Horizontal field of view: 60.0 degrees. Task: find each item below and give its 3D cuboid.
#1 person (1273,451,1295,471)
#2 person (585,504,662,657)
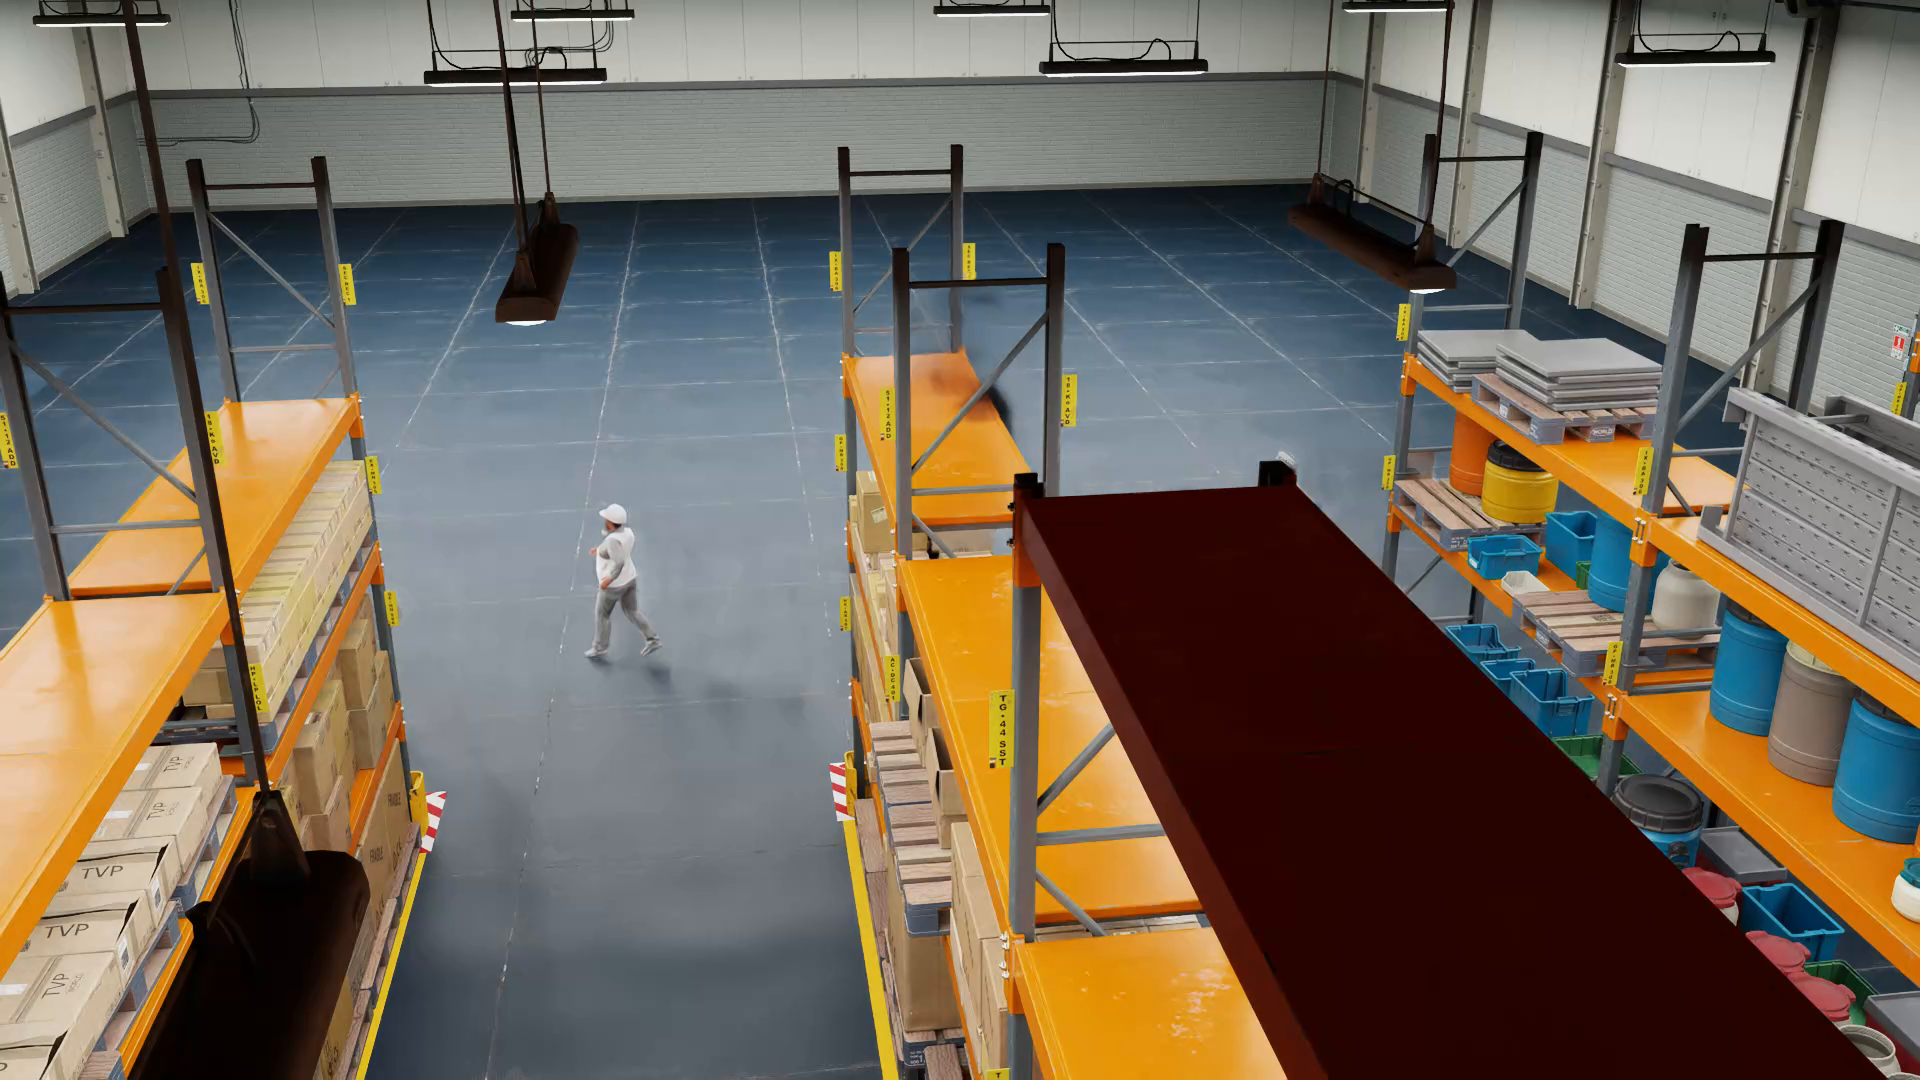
[{"bbox_3d":[3.849,-0.288,20.153,0.552,1.649,0.590,6,22,15],"label":"person"},{"bbox_3d":[-3.694,0.465,18.002,0.918,1.800,0.645,9,23,22],"label":"person"}]
